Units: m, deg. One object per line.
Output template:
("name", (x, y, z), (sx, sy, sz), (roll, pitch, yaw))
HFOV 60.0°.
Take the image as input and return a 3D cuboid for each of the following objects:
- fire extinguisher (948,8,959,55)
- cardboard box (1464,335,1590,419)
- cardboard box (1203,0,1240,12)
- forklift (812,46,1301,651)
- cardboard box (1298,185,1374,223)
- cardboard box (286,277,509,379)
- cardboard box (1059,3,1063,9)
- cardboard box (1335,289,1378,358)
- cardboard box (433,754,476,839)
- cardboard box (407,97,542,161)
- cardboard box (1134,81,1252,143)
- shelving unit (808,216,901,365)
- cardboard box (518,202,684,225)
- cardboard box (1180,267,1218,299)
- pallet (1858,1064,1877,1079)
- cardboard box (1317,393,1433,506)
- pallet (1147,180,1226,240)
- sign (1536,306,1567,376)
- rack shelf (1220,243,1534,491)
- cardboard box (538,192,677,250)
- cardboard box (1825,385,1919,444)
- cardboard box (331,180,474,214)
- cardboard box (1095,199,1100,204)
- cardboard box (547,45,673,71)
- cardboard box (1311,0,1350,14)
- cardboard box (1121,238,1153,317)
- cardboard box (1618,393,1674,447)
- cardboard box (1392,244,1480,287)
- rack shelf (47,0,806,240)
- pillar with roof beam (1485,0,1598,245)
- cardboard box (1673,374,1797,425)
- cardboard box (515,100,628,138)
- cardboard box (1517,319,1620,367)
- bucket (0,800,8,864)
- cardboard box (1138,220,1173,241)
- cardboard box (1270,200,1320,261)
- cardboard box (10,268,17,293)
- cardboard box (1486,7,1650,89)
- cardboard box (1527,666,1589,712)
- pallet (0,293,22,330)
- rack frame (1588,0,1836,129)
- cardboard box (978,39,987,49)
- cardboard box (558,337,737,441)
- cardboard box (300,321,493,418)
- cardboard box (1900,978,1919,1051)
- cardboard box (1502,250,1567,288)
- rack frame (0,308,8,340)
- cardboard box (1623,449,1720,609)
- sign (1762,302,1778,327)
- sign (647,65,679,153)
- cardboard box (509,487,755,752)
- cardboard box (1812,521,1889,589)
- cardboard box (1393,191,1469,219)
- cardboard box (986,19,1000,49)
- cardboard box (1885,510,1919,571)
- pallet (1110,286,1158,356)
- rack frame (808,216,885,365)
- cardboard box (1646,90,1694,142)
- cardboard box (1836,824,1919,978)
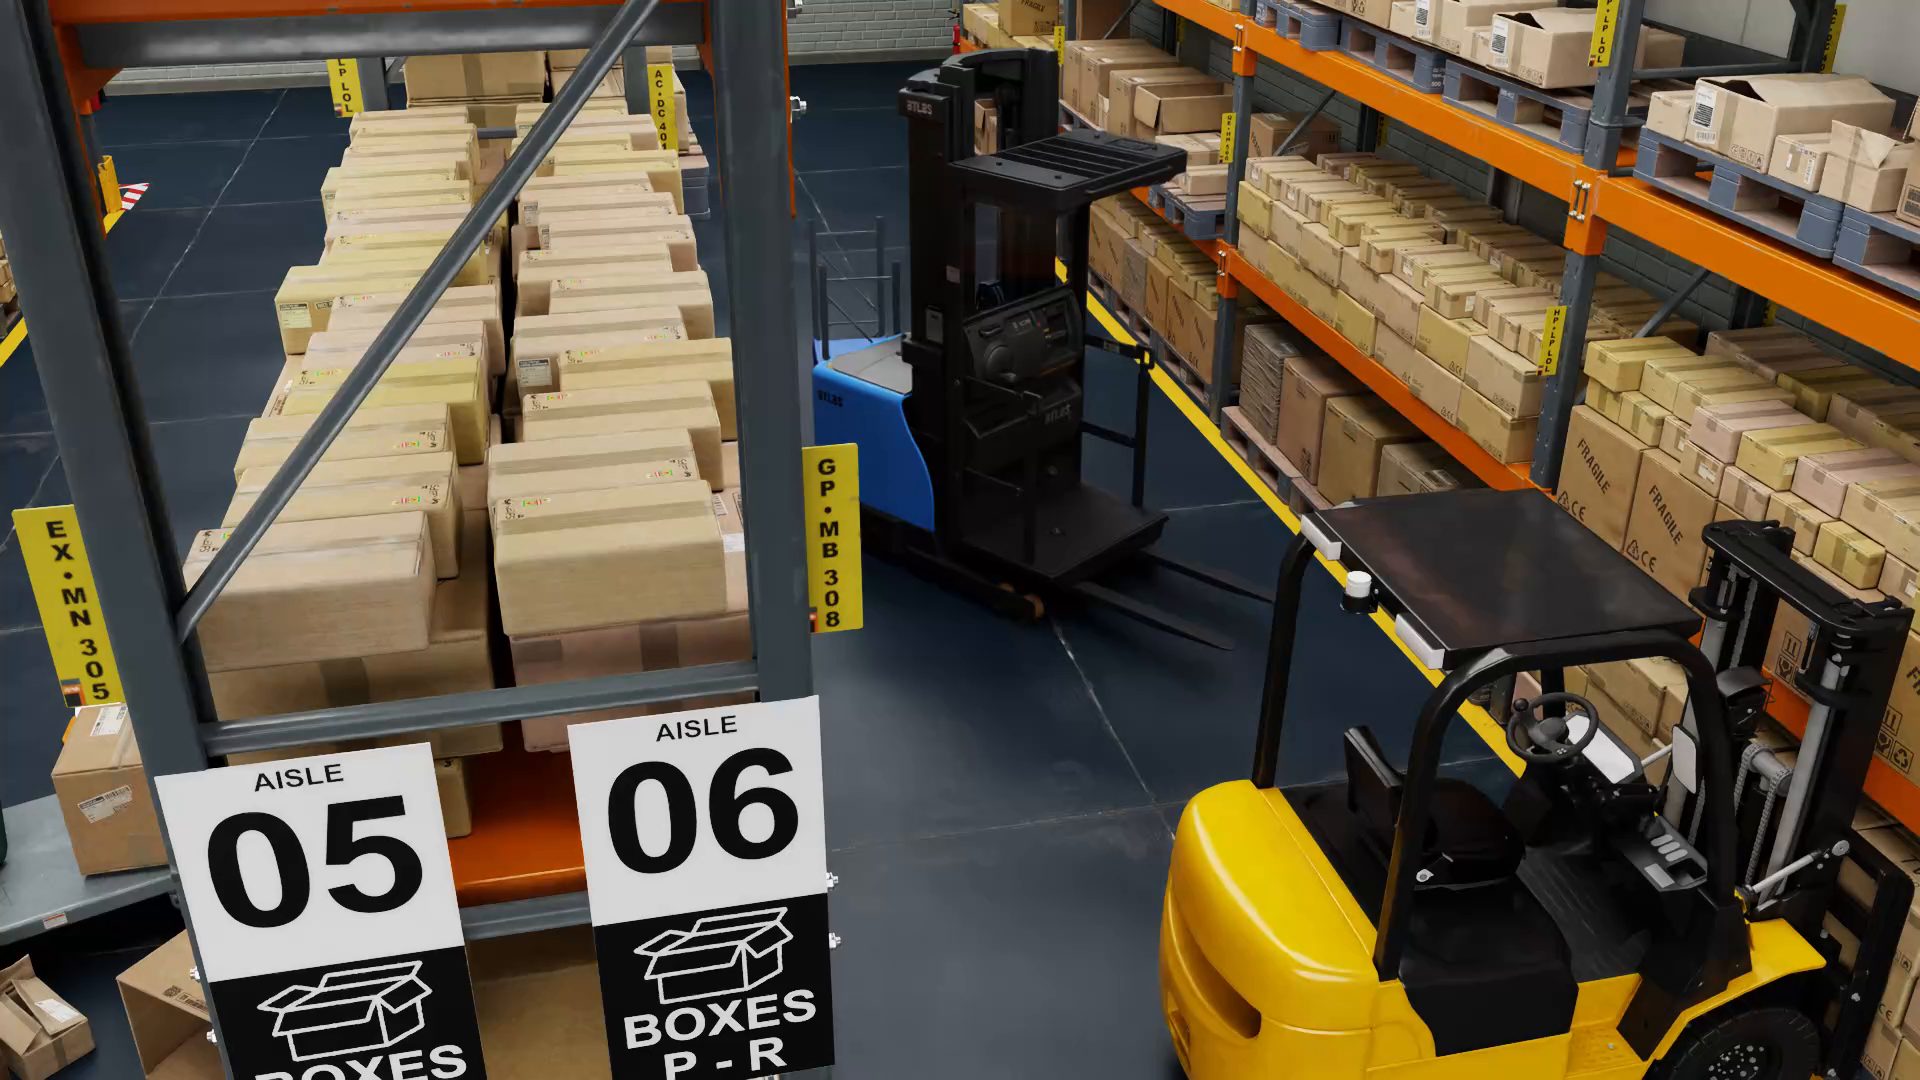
("fire extinguisher", (0.011, -5.560, 18.437), (0.296, 0.674, 0.183), (-6, 27, -12))
("cardboard box", (2.839, -0.821, 8.160), (0.500, 0.250, 0.500), (-7, 28, -13))
("cardboard box", (1.945, -3.704, 11.098), (0.500, 0.250, 0.500), (-7, 28, -13))
("forklift", (0.520, -1.109, 9.194), (3.031, 2.935, 1.130), (22, 34, 37))
("cardboard box", (2.298, -2.055, 10.162), (0.380, 0.149, 0.250), (-6, 27, -11))
("cardboard box", (-1.463, -0.486, 4.391), (0.500, 0.250, 0.500), (-6, 27, -11))
("cardboard box", (0.856, -5.634, 17.921), (0.500, 0.250, 0.500), (-5, 27, -10))
("cardboard box", (2.506, -1.270, 9.605), (0.500, 0.250, 0.500), (-5, 27, -10))
("cardboard box", (-1.088, 0.431, 3.017), (0.380, 0.149, 0.250), (-6, 27, -11))
("cardboard box", (-1.909, -1.671, 6.604), (0.500, 0.250, 0.500), (-6, 28, -13))
("cardboard box", (1.749, -3.163, 12.607), (0.797, 0.503, 0.637), (-7, 28, -13))
("shelving unit", (-0.699, -1.276, 11.114), (0.538, 1.500, 1.048), (-4, 27, -7))
("cardboard box", (-1.160, -0.987, 5.383), (0.500, 0.250, 0.500), (-6, 27, -12))
("cardboard box", (1.847, -1.901, 12.275), (0.380, 0.149, 0.250), (-7, 28, -14))
("pallet", (3.887, 2.194, 5.669), (1.003, 0.211, 1.213), (-6, 27, -12))
("cardboard box", (2.731, -0.502, 10.085), (0.875, 0.625, 0.625), (-7, 28, -14))
("pallet", (2.076, -2.436, 11.961), (1.213, 0.211, 1.003), (-6, 27, -12))
("sign", (2.672, -0.898, 7.503), (0.100, 0.325, 0.005), (-6, 27, -12))
("rack shelf", (2.748, -1.032, 9.765), (1.077, 0.370, 4.000), (-6, 27, -12))
("cardboard box", (-0.994, -0.873, 4.716), (0.380, 0.149, 0.250), (-6, 27, -11))
("cardboard box", (3.771, -0.500, 6.752), (0.380, 0.149, 0.250), (-6, 27, -13))
("cardboard box", (-1.608, -0.932, 4.832), (0.380, 0.149, 0.250), (-7, 28, -13))
("cardboard box", (1.355, -3.051, 14.553), (0.380, 0.149, 0.250), (-7, 28, -13))
("cardboard box", (-1.500, -2.168, 7.032), (0.500, 0.250, 0.500), (-7, 28, -13))
("cardboard box", (2.434, -3.293, 9.429), (0.700, 0.500, 0.500), (-6, 27, -13))
("cardboard box", (1.634, -2.143, 13.476), (0.500, 0.500, 0.500), (-7, 28, -13))
("cardboard box", (3.074, -0.530, 7.139), (0.380, 0.149, 0.250), (-5, 27, -10))
("cardboard box", (2.588, -1.495, 9.053), (0.380, 0.149, 0.250), (-6, 27, -11))
("rack shelf", (-1.186, -1.447, 3.933), (1.077, 0.370, 4.000), (-6, 27, -12))
("pillar with roof beam", (-0.725, -3.992, 8.172), (9.100, 9.000, 0.400), (-6, 27, -12))
("cardboard box", (3.194, -0.556, 6.861), (0.380, 0.149, 0.250), (-6, 27, -13))
("cardboard box", (-1.352, -1.436, 5.831), (0.380, 0.149, 0.250), (-5, 27, -11))
("cardboard box", (2.905, -0.937, 7.947), (0.380, 0.149, 0.250), (-5, 27, -10))
("bucket", (-4.160, 1.186, 6.518), (0.726, 0.611, 0.620), (3, 17, 6))
("cardboard box", (1.662, -2.482, 13.426), (0.380, 0.149, 0.250), (-6, 27, -11))
("cardboard box", (2.271, -1.948, 10.393), (0.500, 0.250, 0.500), (-5, 27, -10))
("cardboard box", (-8.068, -2.159, 13.896), (0.380, 0.149, 0.250), (-5, 27, -10))
("cardboard box", (2.798, -2.300, 7.671), (0.500, 0.311, 0.500), (-7, 28, -13))
("cardboard box", (3.007, 0.585, 7.793), (0.500, 0.250, 0.500), (-6, 27, -12))
("pallet", (-8.425, -1.981, 13.941), (1.003, 0.211, 1.213), (-6, 27, -12))
("rack frame", (3.199, -3.154, 6.512), (1.000, 3.000, 0.127), (-6, 27, -12))
("cardboard box", (0.403, -5.352, 17.804), (0.380, 0.149, 0.250), (-5, 27, -10))
("cardboard box", (-0.669, -0.316, 3.613), (0.380, 0.149, 0.250), (-6, 27, -12))
("cardboard box", (-1.250, -0.367, 3.714), (0.380, 0.149, 0.250), (-6, 27, -12))
("cardboard box", (3.583, 1.694, 5.595), (0.500, 0.250, 0.500), (-6, 27, -12))
("cardboard box", (3.154, -1.441, 8.944), (0.380, 0.149, 0.250), (-6, 27, -12))
("rack frame", (-8.239, -2.935, 12.736), (1.000, 3.000, 0.127), (-6, 27, -12))
("cardboard box", (3.178, -0.072, 6.953), (0.500, 0.500, 0.500), (-5, 27, -11))
("sign", (3.739, -0.954, 7.763), (0.100, 0.325, 0.005), (-6, 27, -12))
("sign", (-1.110, -1.598, 6.185), (0.100, 0.325, 0.005), (-6, 27, -12))
("cardboard box", (-0.589, 0.133, 3.164), (0.500, 0.250, 0.500), (-6, 27, -13))
("cardboard box", (3.343, 0.038, 6.016), (0.380, 0.149, 0.250), (-7, 28, -13))
("cardboard box", (2.841, -1.997, 10.046), (0.380, 0.149, 0.250), (-6, 27, -12))
("cardboard box", (0.565, -5.139, 16.940), (0.500, 0.250, 0.500), (-6, 27, -13))
("cardboard box", (3.463, 0.005, 5.751), (0.380, 0.149, 0.250), (-6, 27, -11))
("pallet", (1.894, -1.853, 13.687), (1.003, 0.211, 1.213), (-6, 27, -12))
("rack frame", (-0.772, -1.503, 11.564), (0.500, 1.500, 0.032), (-4, 27, -7))
("cardboard box", (3.004, -1.707, 6.675), (0.380, 0.149, 0.250), (-5, 27, -11))
("cardboard box", (3.448, 1.260, 5.901), (0.500, 0.250, 0.500), (-6, 27, -11))
